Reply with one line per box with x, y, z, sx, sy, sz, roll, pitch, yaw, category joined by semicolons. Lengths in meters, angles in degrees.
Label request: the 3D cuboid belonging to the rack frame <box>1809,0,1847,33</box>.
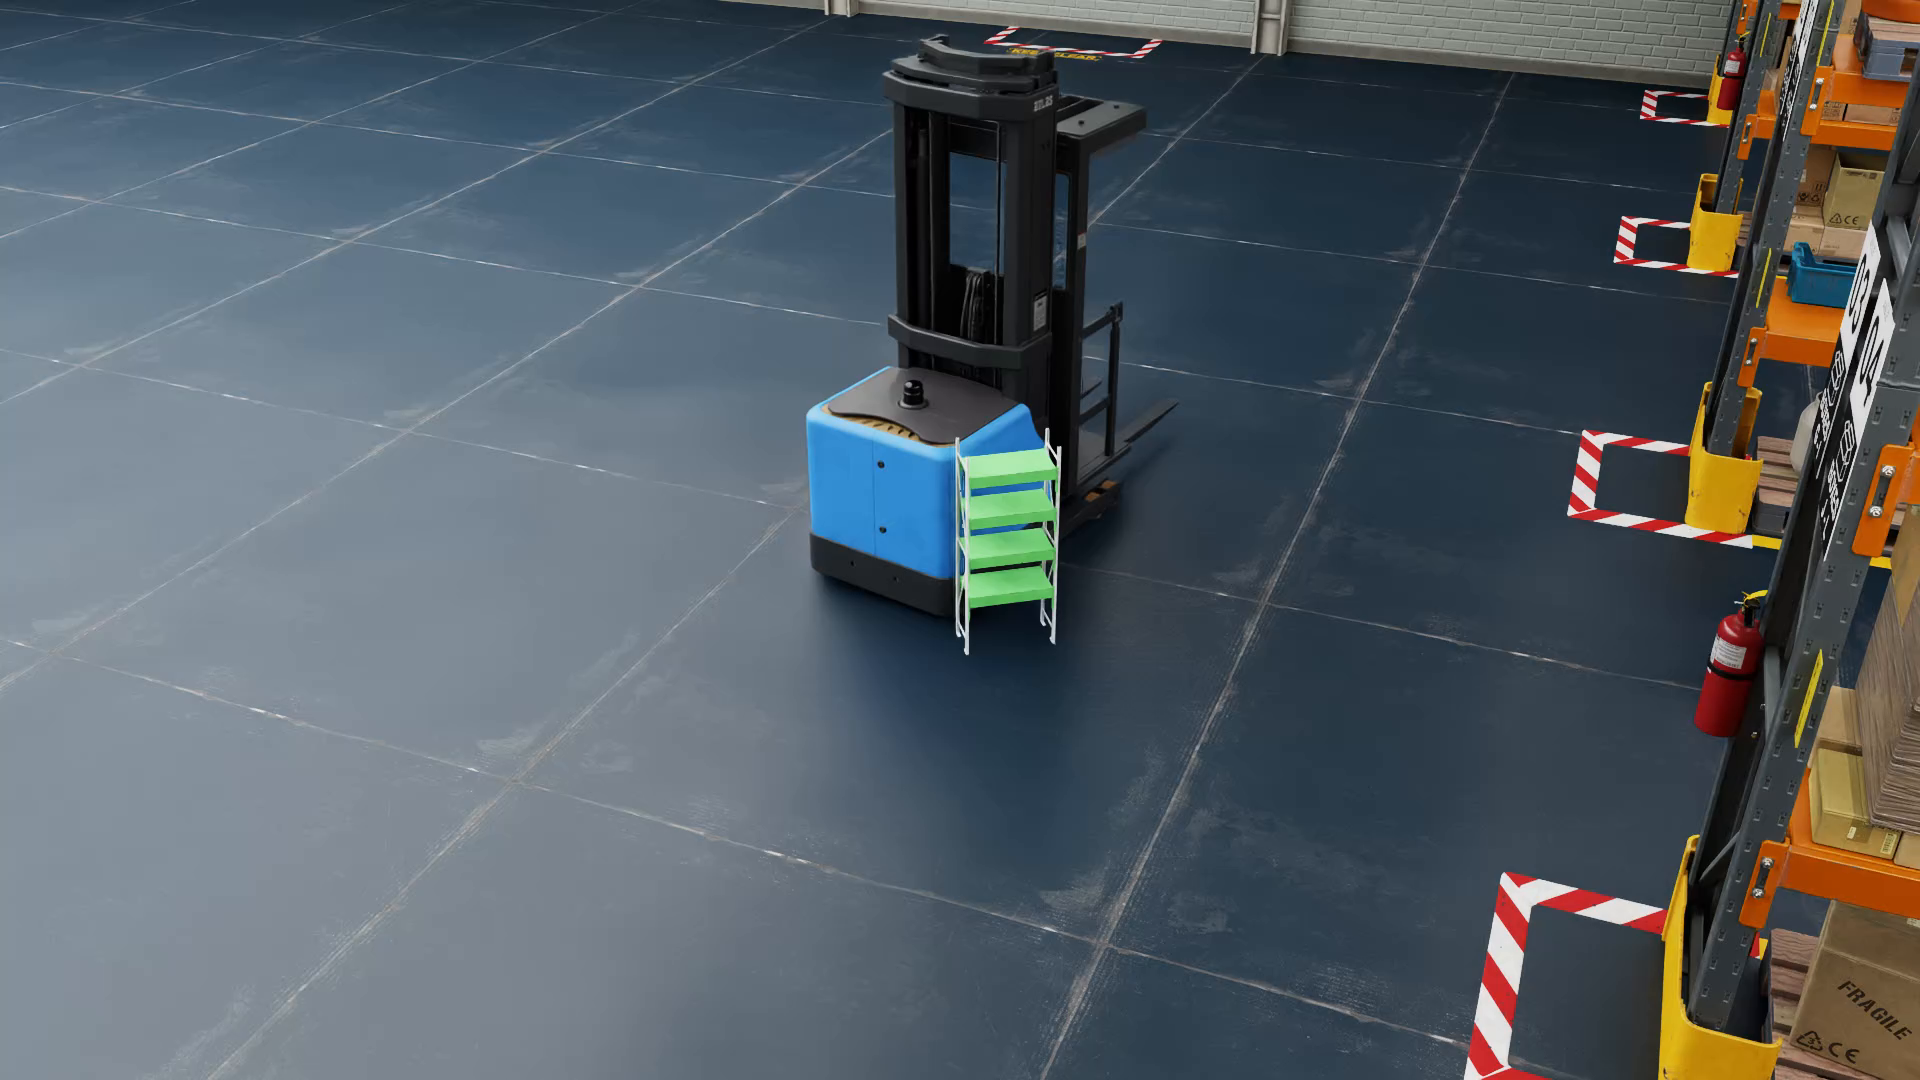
4.787;-4.231;8.502;0.127;3.000;1.000;11;31;19;rack frame

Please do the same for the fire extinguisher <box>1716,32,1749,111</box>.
6.718;-4.077;14.405;0.183;0.674;0.296;11;31;19;fire extinguisher

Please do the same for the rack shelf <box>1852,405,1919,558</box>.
4.778;0.016;4.767;4.000;0.370;1.077;11;31;19;rack shelf

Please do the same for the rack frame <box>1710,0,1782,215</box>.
6.652;-3.877;13.973;0.127;3.000;1.000;11;31;19;rack frame

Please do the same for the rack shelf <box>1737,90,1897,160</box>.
8.506;-3.194;13.495;4.000;0.370;1.077;11;31;19;rack shelf

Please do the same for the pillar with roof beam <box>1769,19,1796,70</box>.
7.867;-7.050;13.490;0.400;9.000;9.100;11;31;19;pillar with roof beam

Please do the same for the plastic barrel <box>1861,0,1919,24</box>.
5.285;-3.263;8.975;0.708;0.830;0.600;11;31;19;plastic barrel

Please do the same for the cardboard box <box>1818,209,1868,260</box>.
7.530;-2.572;14.031;0.500;0.250;0.500;11;31;19;cardboard box

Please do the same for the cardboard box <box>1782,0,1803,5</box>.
8.844;-5.845;17.586;0.500;0.250;0.500;10;31;18;cardboard box

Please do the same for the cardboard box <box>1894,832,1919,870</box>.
3.323;0.965;5.662;0.250;0.149;0.380;11;31;19;cardboard box

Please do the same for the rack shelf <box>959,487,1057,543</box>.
0.250;-0.136;8.825;0.480;0.148;0.258;-7;30;-12;rack shelf

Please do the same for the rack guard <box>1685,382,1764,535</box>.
4.875;-0.539;10.607;0.348;0.500;1.175;11;31;19;rack guard

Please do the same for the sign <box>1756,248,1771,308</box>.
4.576;-1.490;9.468;0.005;0.325;0.100;11;31;19;sign

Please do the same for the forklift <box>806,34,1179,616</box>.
0.375;-1.527;9.884;1.130;2.935;3.031;19;34;30;forklift

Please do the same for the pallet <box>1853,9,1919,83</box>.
5.516;-2.646;8.937;1.213;0.211;1.003;11;31;19;pallet

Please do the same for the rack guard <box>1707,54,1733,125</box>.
8.582;-5.035;18.560;0.348;0.500;1.175;11;31;19;rack guard

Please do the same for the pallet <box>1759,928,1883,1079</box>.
3.734;2.033;6.350;1.213;0.211;1.003;11;31;19;pallet

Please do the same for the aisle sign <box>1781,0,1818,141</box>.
4.610;-2.631;9.126;0.004;0.787;0.394;11;31;19;aisle sign

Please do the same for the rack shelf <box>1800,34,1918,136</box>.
6.640;-2.242;8.763;4.000;0.370;1.077;11;31;19;rack shelf

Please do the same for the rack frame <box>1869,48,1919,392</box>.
2.924;-1.973;4.507;0.127;3.000;1.000;11;31;19;rack frame

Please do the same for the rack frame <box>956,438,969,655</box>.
0.013;0.046;8.861;0.015;1.200;0.240;-7;30;-12;rack frame

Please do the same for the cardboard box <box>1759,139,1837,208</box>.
7.261;-3.226;14.426;0.500;0.500;0.500;11;31;19;cardboard box

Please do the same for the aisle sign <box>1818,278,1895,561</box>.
2.754;-0.368;5.121;0.004;0.787;0.394;11;31;19;aisle sign

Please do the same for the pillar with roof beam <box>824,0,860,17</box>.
-3.253;-9.271;17.418;0.400;9.000;9.100;11;31;19;pillar with roof beam

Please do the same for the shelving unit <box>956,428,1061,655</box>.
0.250;0.017;8.911;0.503;1.200;0.258;-7;30;-12;shelving unit

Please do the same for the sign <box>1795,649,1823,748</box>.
2.721;0.509;5.332;0.005;0.325;0.100;11;31;19;sign

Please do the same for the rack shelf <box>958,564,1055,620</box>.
0.250;0.282;9.061;0.480;0.148;0.258;-7;30;-12;rack shelf

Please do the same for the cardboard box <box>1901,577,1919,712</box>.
3.332;0.256;5.239;0.500;0.500;0.500;11;31;19;cardboard box

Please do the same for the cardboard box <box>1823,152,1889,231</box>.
7.530;-2.897;13.845;0.500;0.500;0.500;11;31;19;cardboard box

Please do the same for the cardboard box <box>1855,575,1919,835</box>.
3.424;0.580;5.683;0.500;0.500;0.875;11;31;19;cardboard box

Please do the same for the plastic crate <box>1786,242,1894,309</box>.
5.363;-1.599;10.093;0.616;0.251;0.499;11;31;19;plastic crate

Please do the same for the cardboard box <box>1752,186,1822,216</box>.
7.260;-2.899;14.609;0.500;0.250;0.500;11;31;19;cardboard box

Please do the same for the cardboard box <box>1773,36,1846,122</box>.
7.080;-3.829;13.785;0.500;0.500;0.700;11;31;19;cardboard box

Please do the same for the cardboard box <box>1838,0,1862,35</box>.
7.129;-4.384;13.449;0.500;0.500;0.700;11;31;19;cardboard box
